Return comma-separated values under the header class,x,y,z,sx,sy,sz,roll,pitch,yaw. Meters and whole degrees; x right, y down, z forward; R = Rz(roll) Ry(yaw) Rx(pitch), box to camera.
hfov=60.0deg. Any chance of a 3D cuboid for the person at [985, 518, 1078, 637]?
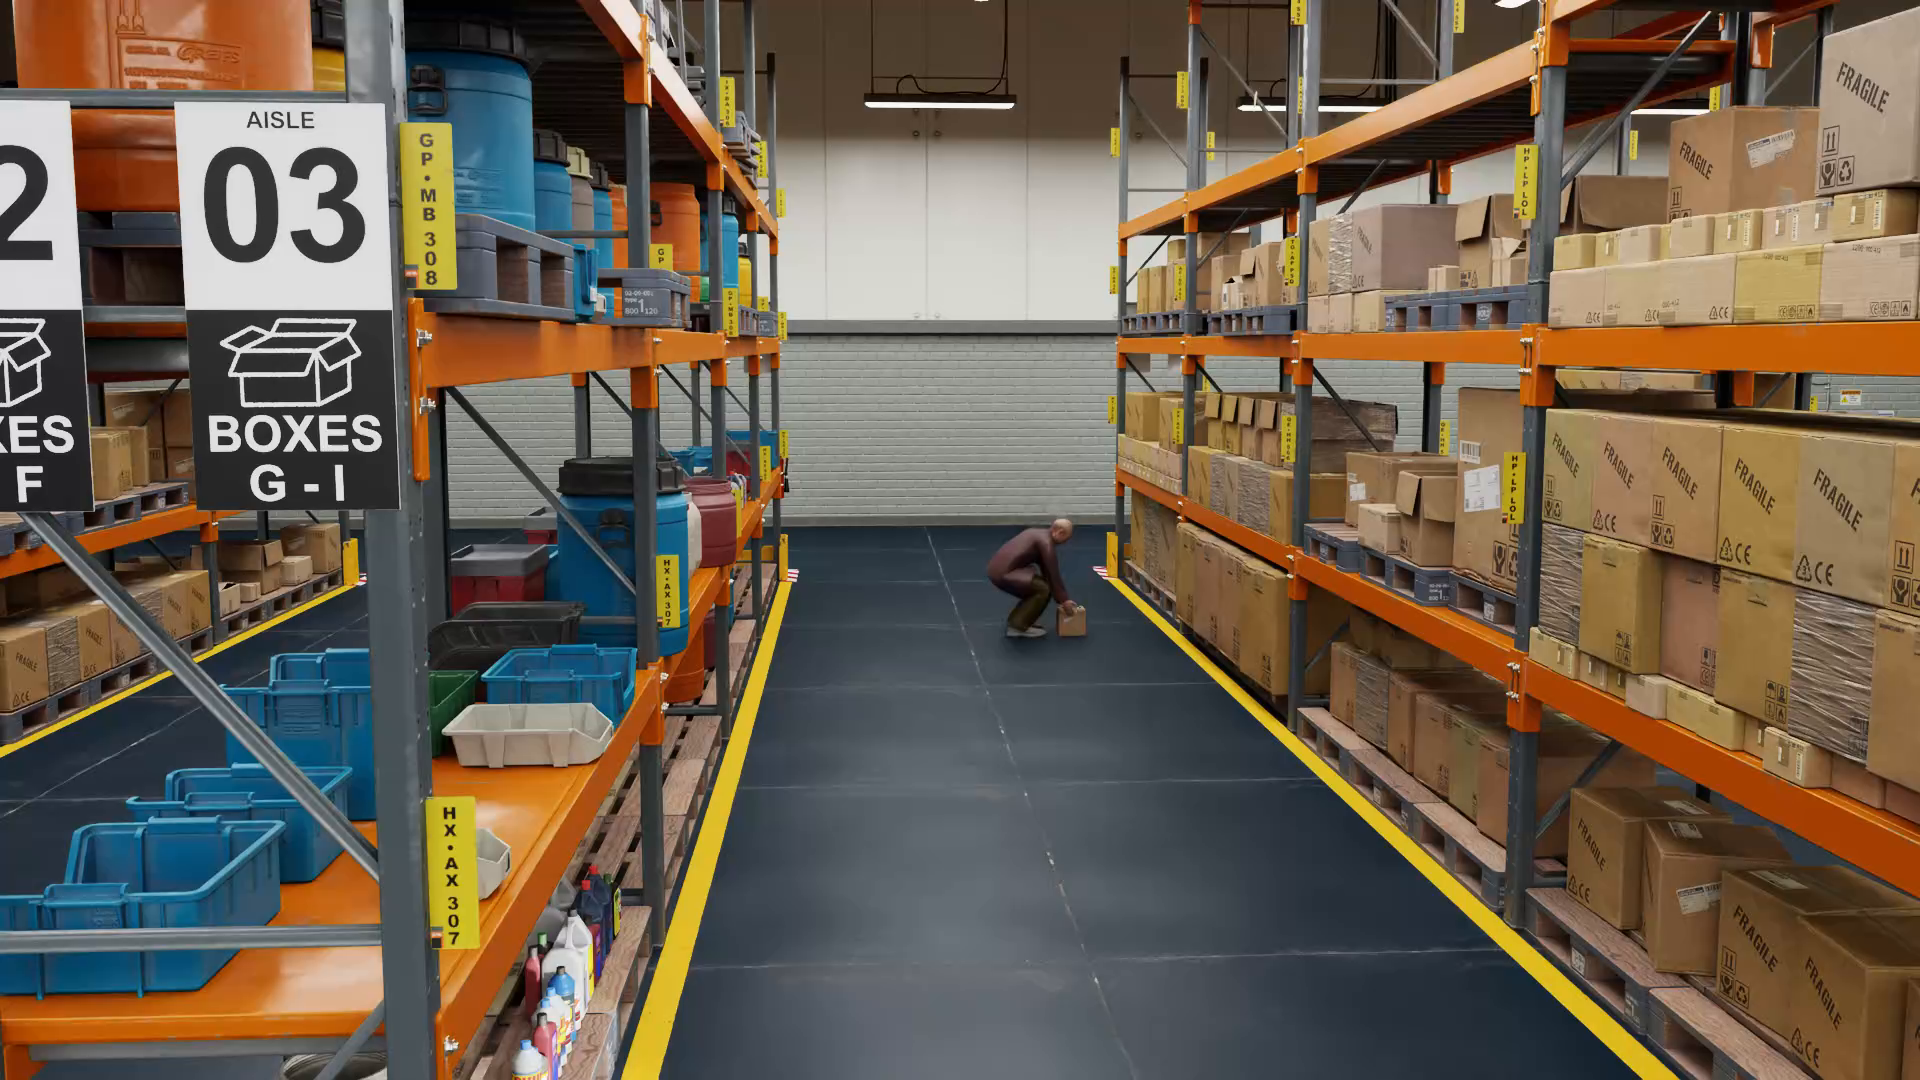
class,x,y,z,sx,sy,sz,roll,pitch,yaw
person,0.667,0.348,15.749,0.860,1.099,0.615,0,7,-4
